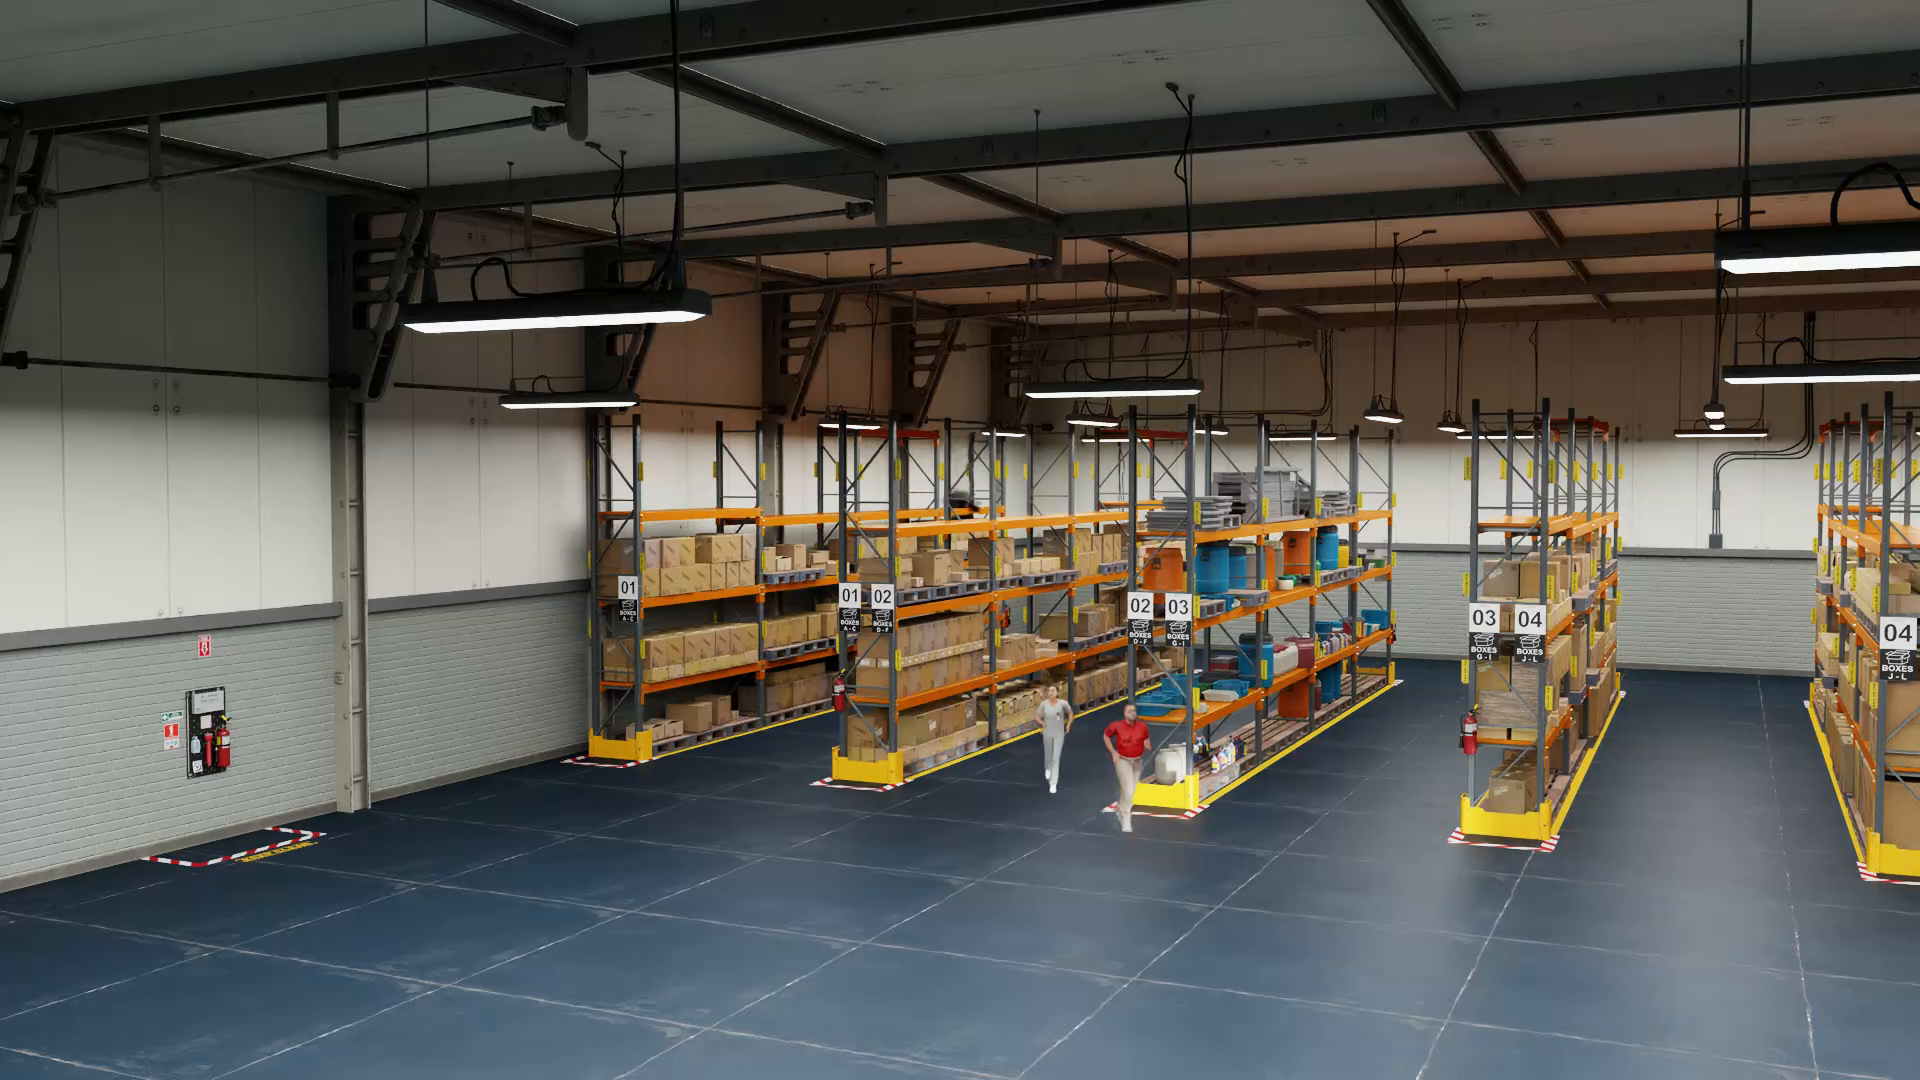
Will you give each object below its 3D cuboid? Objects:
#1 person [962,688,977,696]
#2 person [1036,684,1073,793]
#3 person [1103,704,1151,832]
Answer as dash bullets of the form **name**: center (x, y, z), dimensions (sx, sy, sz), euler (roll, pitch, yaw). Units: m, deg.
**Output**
- **person**: center (0.126, 2.643, 35.922), dimensions (0.719, 1.751, 0.975), euler (1, 2, 13)
- **person**: center (1.491, 3.092, 26.254), dimensions (0.582, 1.667, 0.934), euler (0, 2, 9)
- **person**: center (2.385, 3.195, 23.399), dimensions (0.640, 1.805, 0.808), euler (-1, 3, -24)
